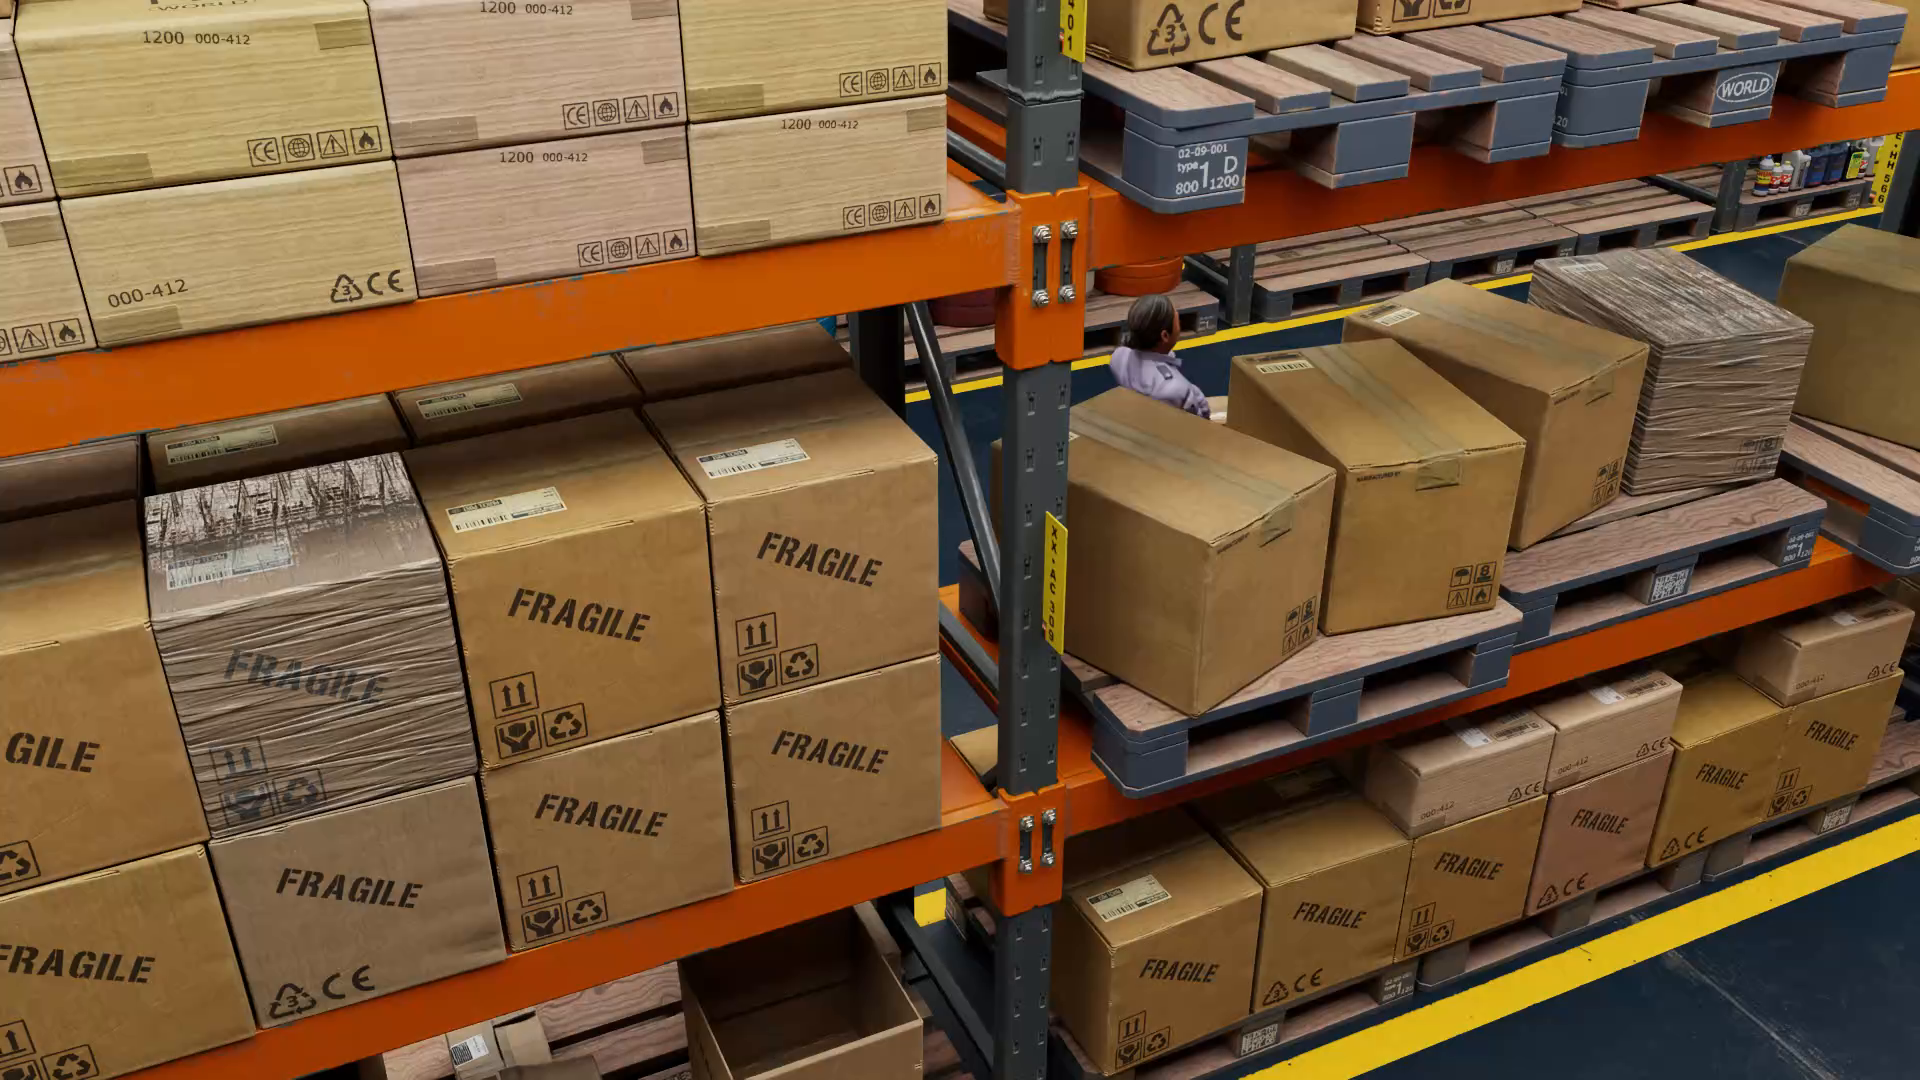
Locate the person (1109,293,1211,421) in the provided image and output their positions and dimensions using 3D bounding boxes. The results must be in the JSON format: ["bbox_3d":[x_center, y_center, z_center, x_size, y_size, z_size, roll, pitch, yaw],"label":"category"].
[{"bbox_3d":[0.838,-0.204,6.526,0.515,1.625,0.453,-13,32,-21],"label":"person"}]
